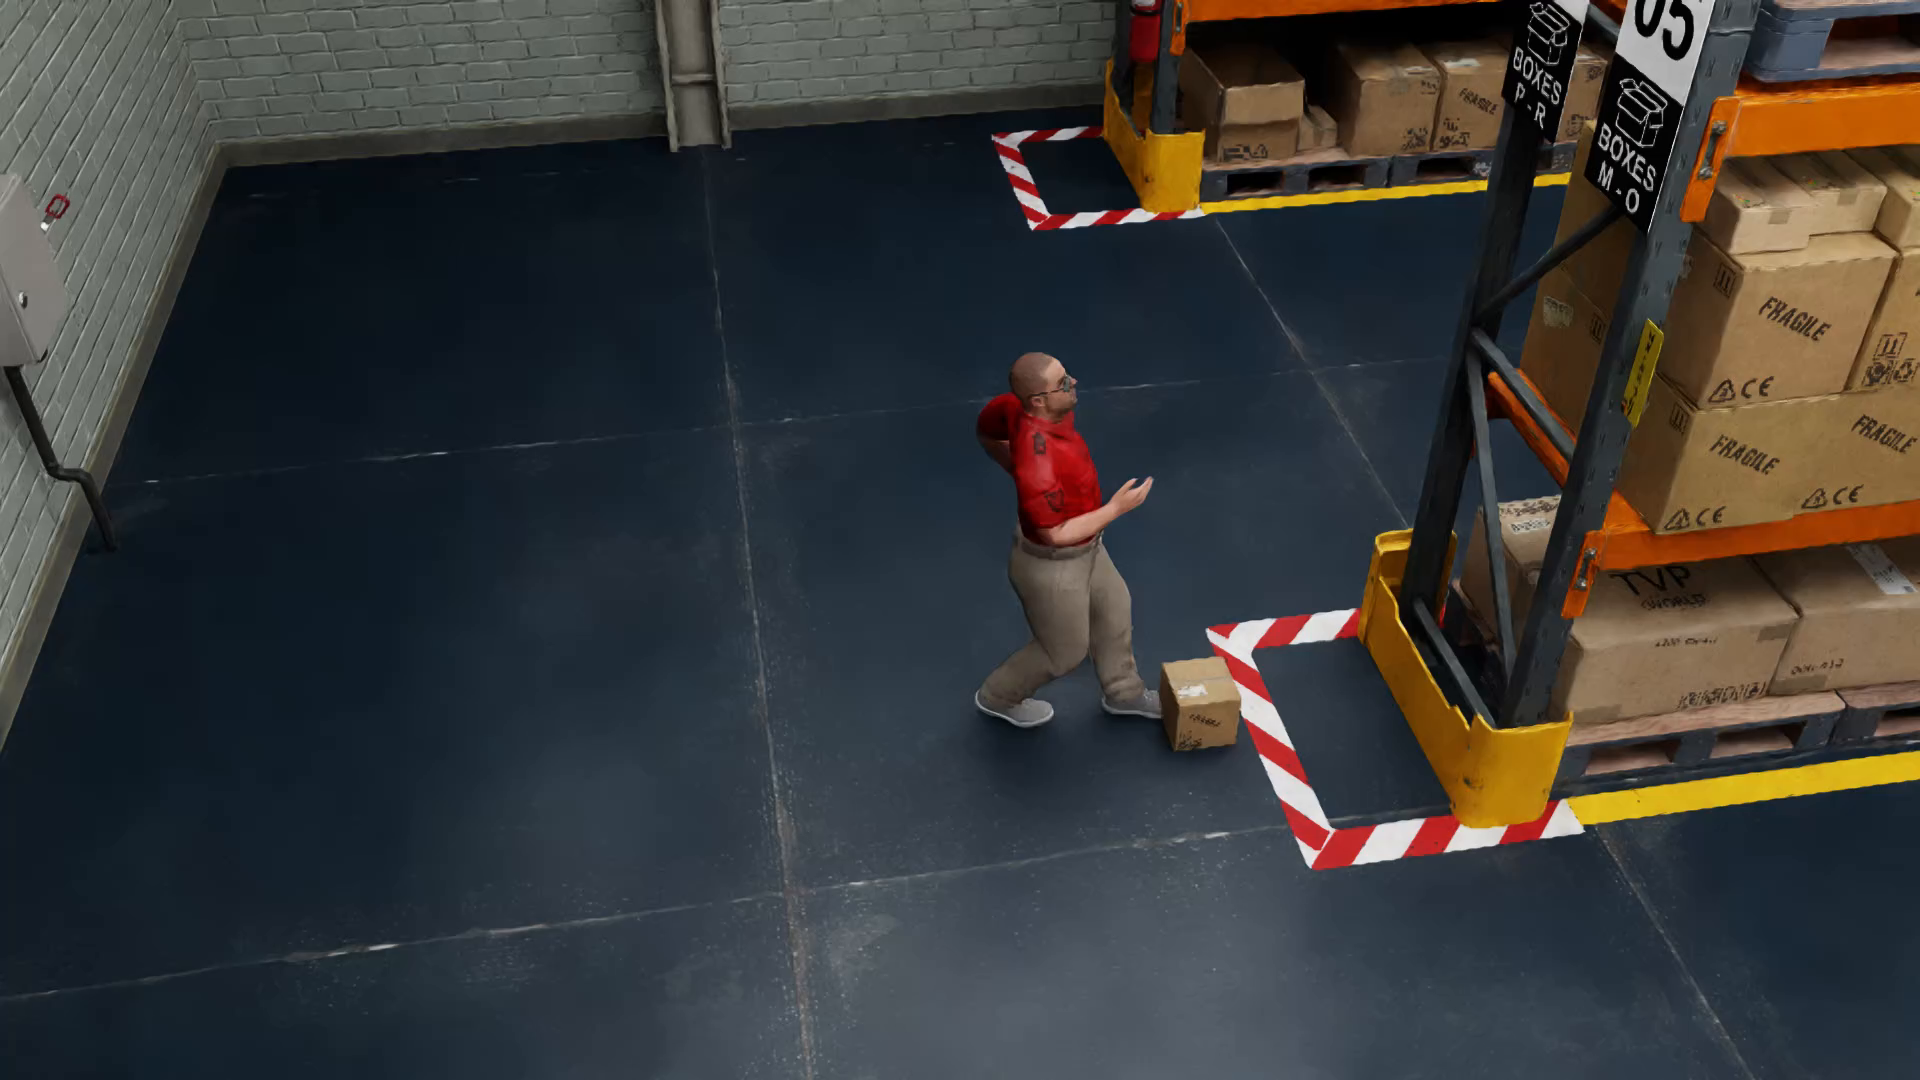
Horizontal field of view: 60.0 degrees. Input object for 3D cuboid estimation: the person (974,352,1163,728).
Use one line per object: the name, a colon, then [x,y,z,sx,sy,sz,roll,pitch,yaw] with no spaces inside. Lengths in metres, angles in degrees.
person: [0.441,0.064,6.100,0.854,1.711,0.622,6,39,7]
